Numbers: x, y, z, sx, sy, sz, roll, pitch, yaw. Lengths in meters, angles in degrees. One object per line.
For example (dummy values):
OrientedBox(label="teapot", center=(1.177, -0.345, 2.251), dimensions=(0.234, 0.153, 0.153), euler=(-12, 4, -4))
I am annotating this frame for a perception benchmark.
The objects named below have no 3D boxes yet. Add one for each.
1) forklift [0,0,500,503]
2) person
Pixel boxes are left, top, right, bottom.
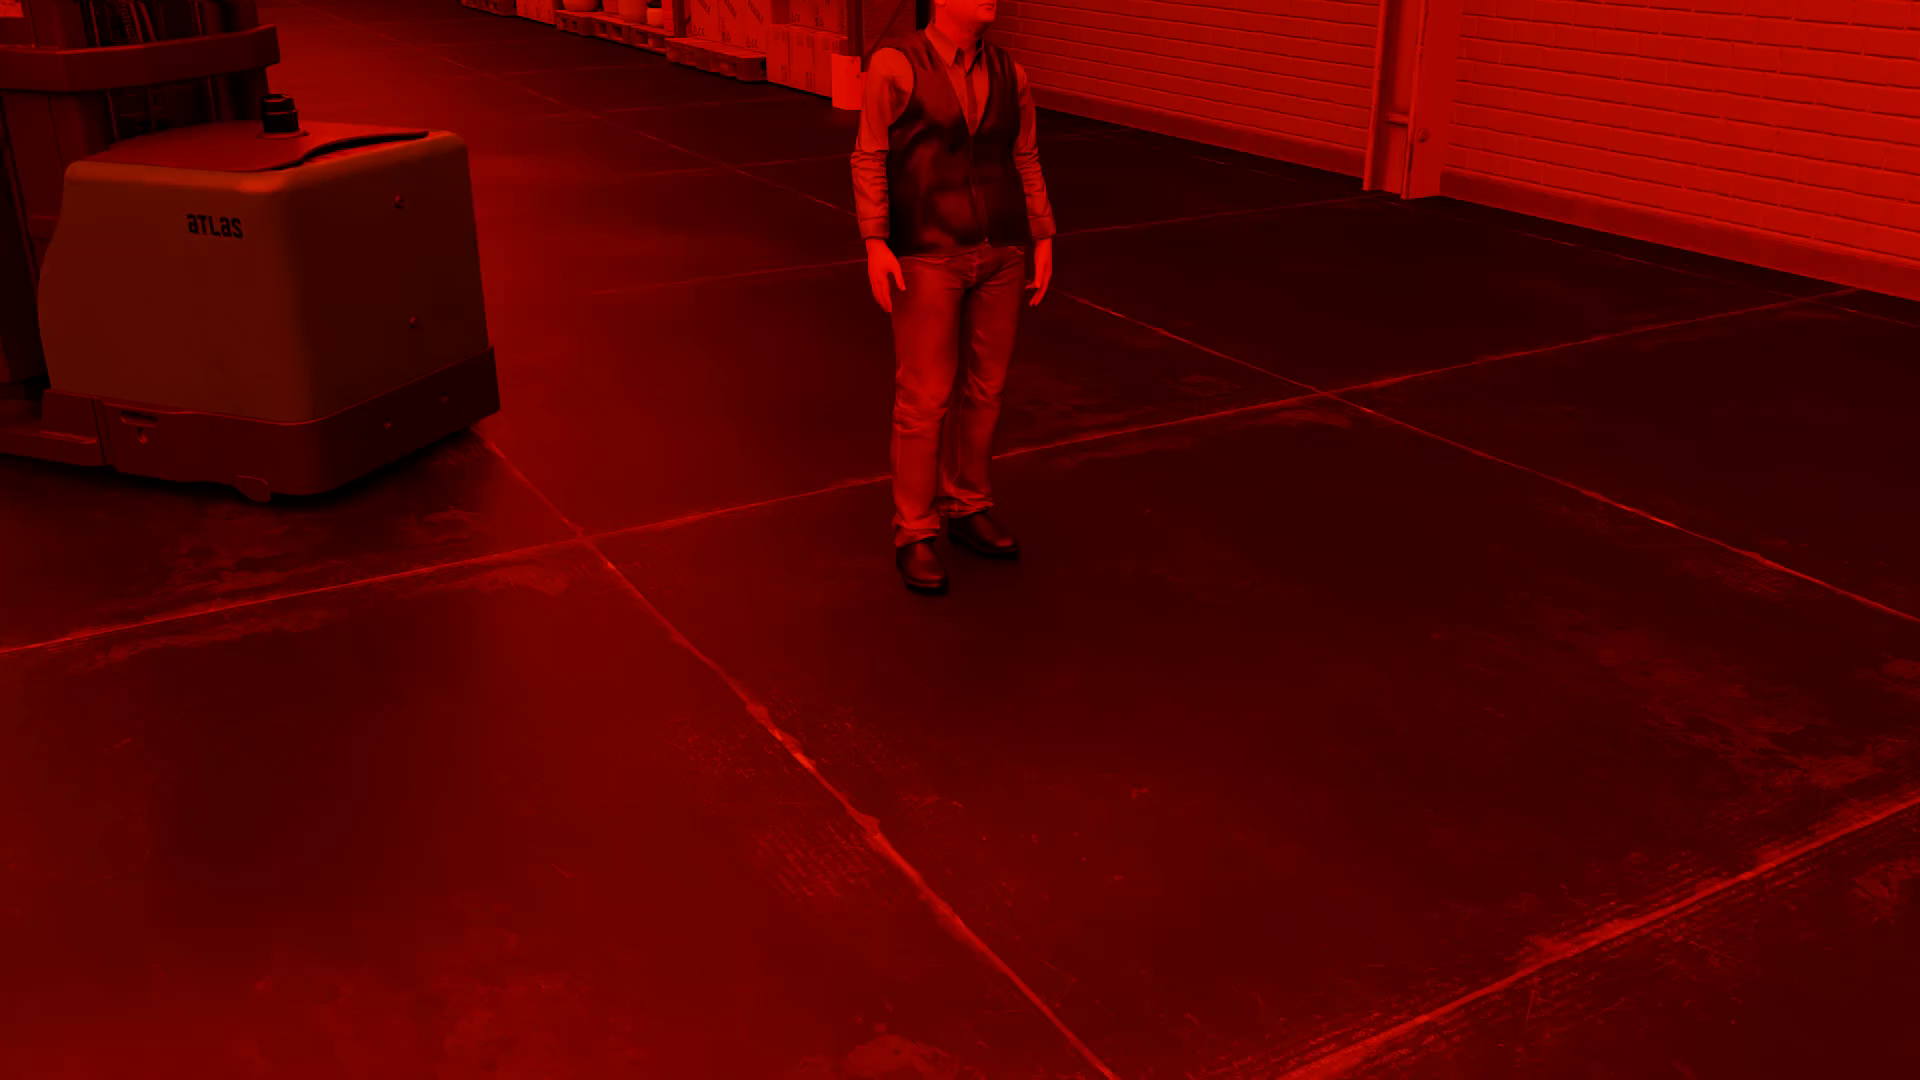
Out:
OrientedBox(label="forklift", center=(-3.262, -1.813, 5.692), dimensions=(3.031, 2.935, 1.130), euler=(8, 24, 20))
OrientedBox(label="person", center=(0.024, -0.781, 4.752), dimensions=(0.632, 1.720, 0.568), euler=(-12, 25, -28))
